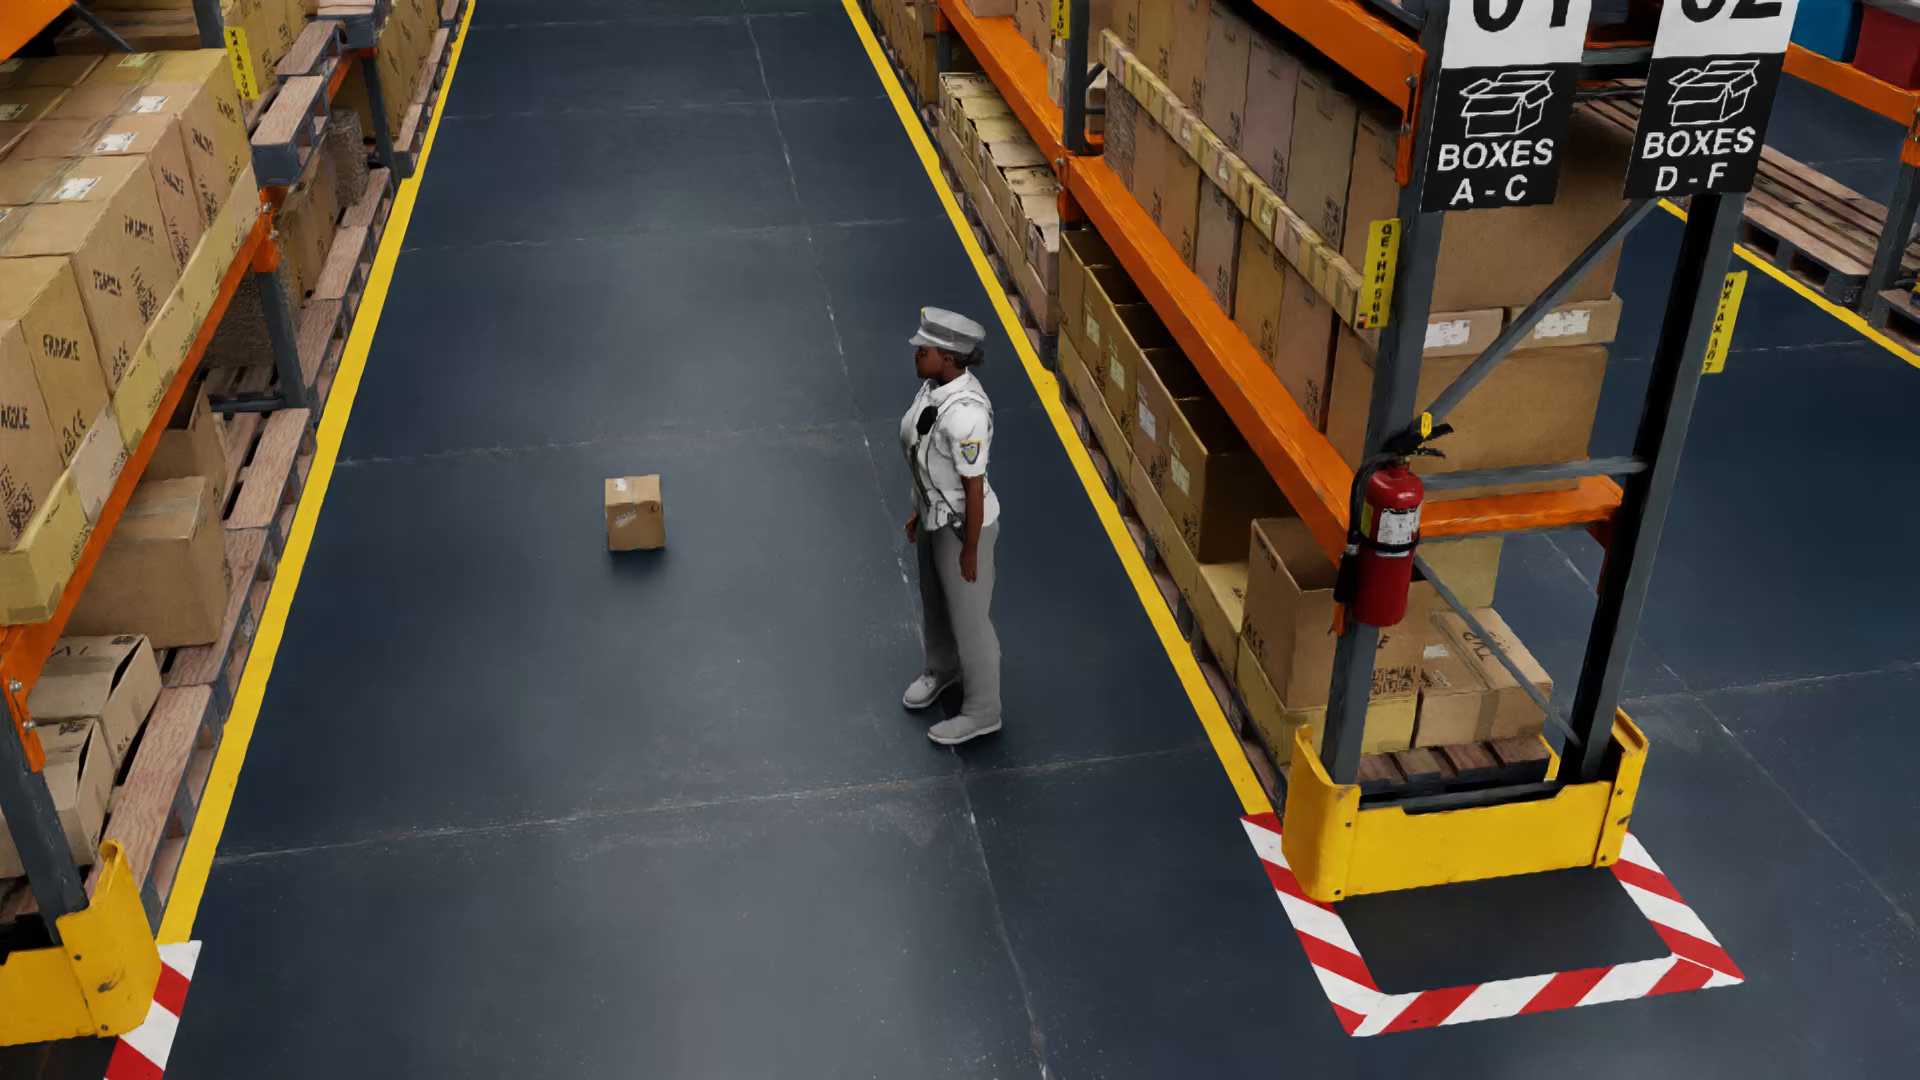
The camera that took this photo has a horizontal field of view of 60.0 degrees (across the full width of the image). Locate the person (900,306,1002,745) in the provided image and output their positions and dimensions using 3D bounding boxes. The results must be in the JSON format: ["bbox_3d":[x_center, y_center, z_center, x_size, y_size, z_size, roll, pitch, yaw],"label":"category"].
[{"bbox_3d":[-0.034,-0.058,6.184,0.368,1.685,0.491,-8,32,-13],"label":"person"}]
